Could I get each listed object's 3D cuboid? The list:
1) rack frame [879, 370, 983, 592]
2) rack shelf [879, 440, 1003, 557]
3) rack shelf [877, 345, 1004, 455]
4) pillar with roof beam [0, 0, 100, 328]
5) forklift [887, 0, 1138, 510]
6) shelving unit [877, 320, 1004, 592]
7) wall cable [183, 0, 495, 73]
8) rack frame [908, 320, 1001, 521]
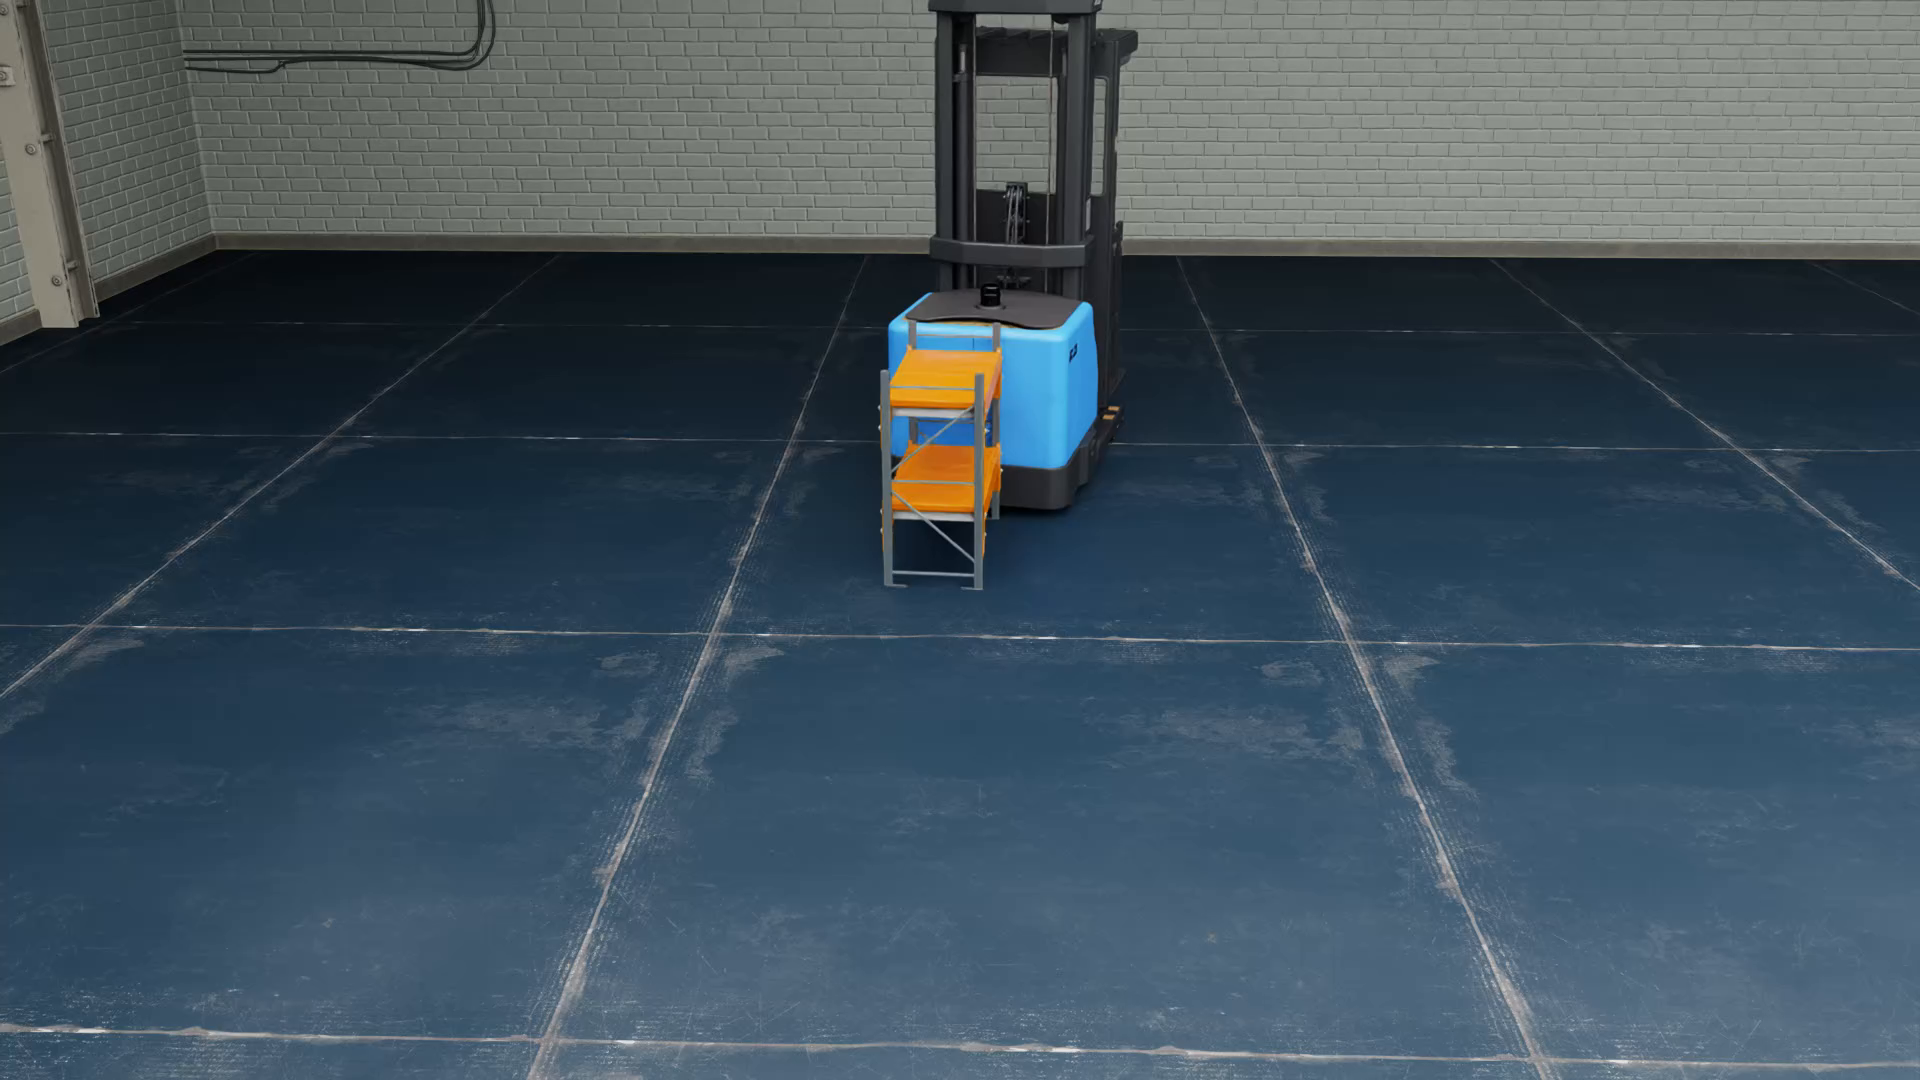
[{"bbox_3d":[-0.140,-0.280,8.195,0.500,1.125,0.032,2,21,6],"label":"rack frame"},{"bbox_3d":[-0.086,-0.234,8.754,0.538,0.278,1.000,2,21,6],"label":"rack shelf"},{"bbox_3d":[-0.086,-0.735,8.560,0.538,0.278,1.000,2,21,6],"label":"rack shelf"},{"bbox_3d":[-3.004,-5.941,11.900,9.100,9.000,0.400,1,21,2],"label":"pillar with roof beam"},{"bbox_3d":[0.449,-2.033,10.217,1.130,2.935,3.031,5,22,14],"label":"forklift"},{"bbox_3d":[-0.086,-0.462,8.666,0.538,1.125,1.048,2,21,6],"label":"shelving unit"},{"bbox_3d":[-5.896,-5.591,15.292,3.097,2.526,0.112,1,21,2],"label":"wall cable"},{"bbox_3d":[-0.031,-0.645,9.137,0.500,1.125,0.032,2,21,6],"label":"rack frame"}]
